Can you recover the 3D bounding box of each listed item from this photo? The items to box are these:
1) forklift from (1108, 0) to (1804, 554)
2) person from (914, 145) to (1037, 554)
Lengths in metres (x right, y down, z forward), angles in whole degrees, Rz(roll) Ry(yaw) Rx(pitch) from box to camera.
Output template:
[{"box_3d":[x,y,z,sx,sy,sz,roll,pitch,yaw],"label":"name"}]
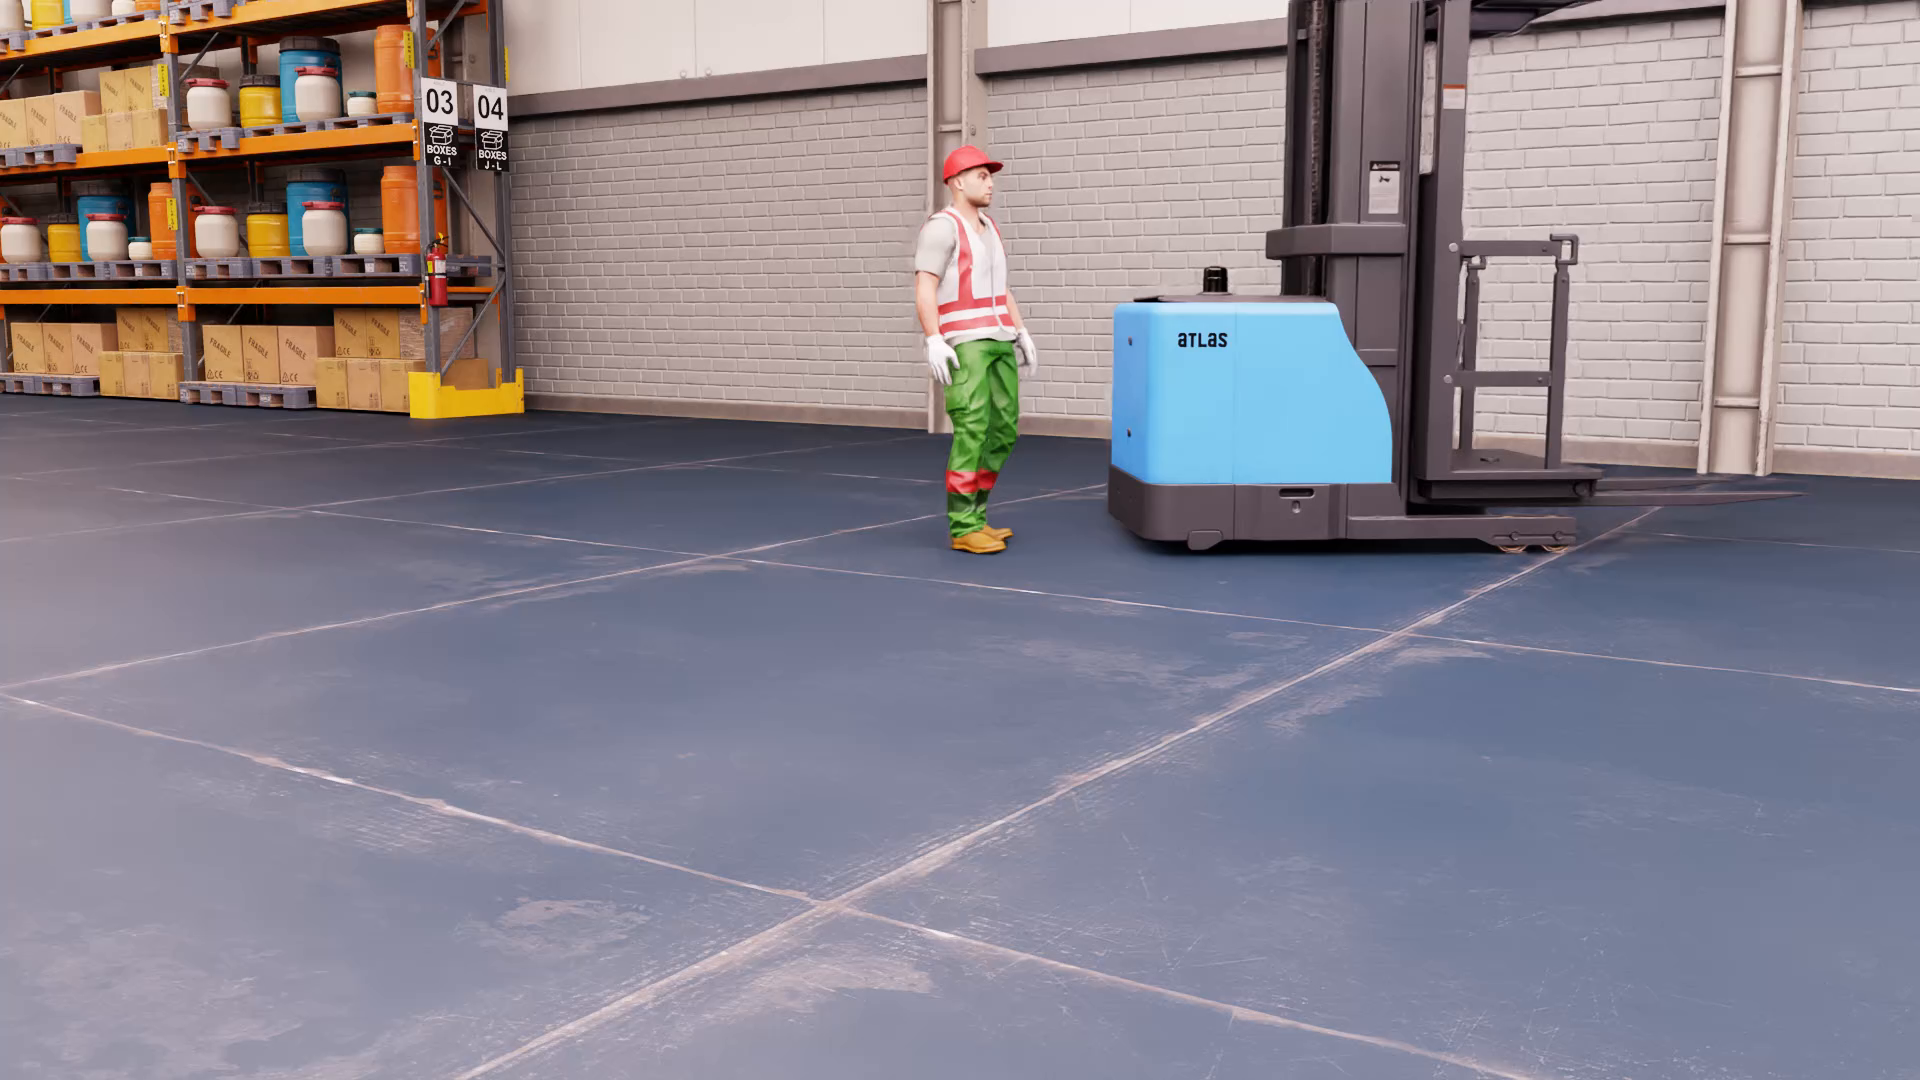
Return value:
[{"box_3d":[2.257,-1.466,7.500,3.031,2.935,1.130,-1,8,-5],"label":"forklift"},{"box_3d":[0.130,-0.854,7.385,0.557,1.772,0.686,6,10,37],"label":"person"}]
